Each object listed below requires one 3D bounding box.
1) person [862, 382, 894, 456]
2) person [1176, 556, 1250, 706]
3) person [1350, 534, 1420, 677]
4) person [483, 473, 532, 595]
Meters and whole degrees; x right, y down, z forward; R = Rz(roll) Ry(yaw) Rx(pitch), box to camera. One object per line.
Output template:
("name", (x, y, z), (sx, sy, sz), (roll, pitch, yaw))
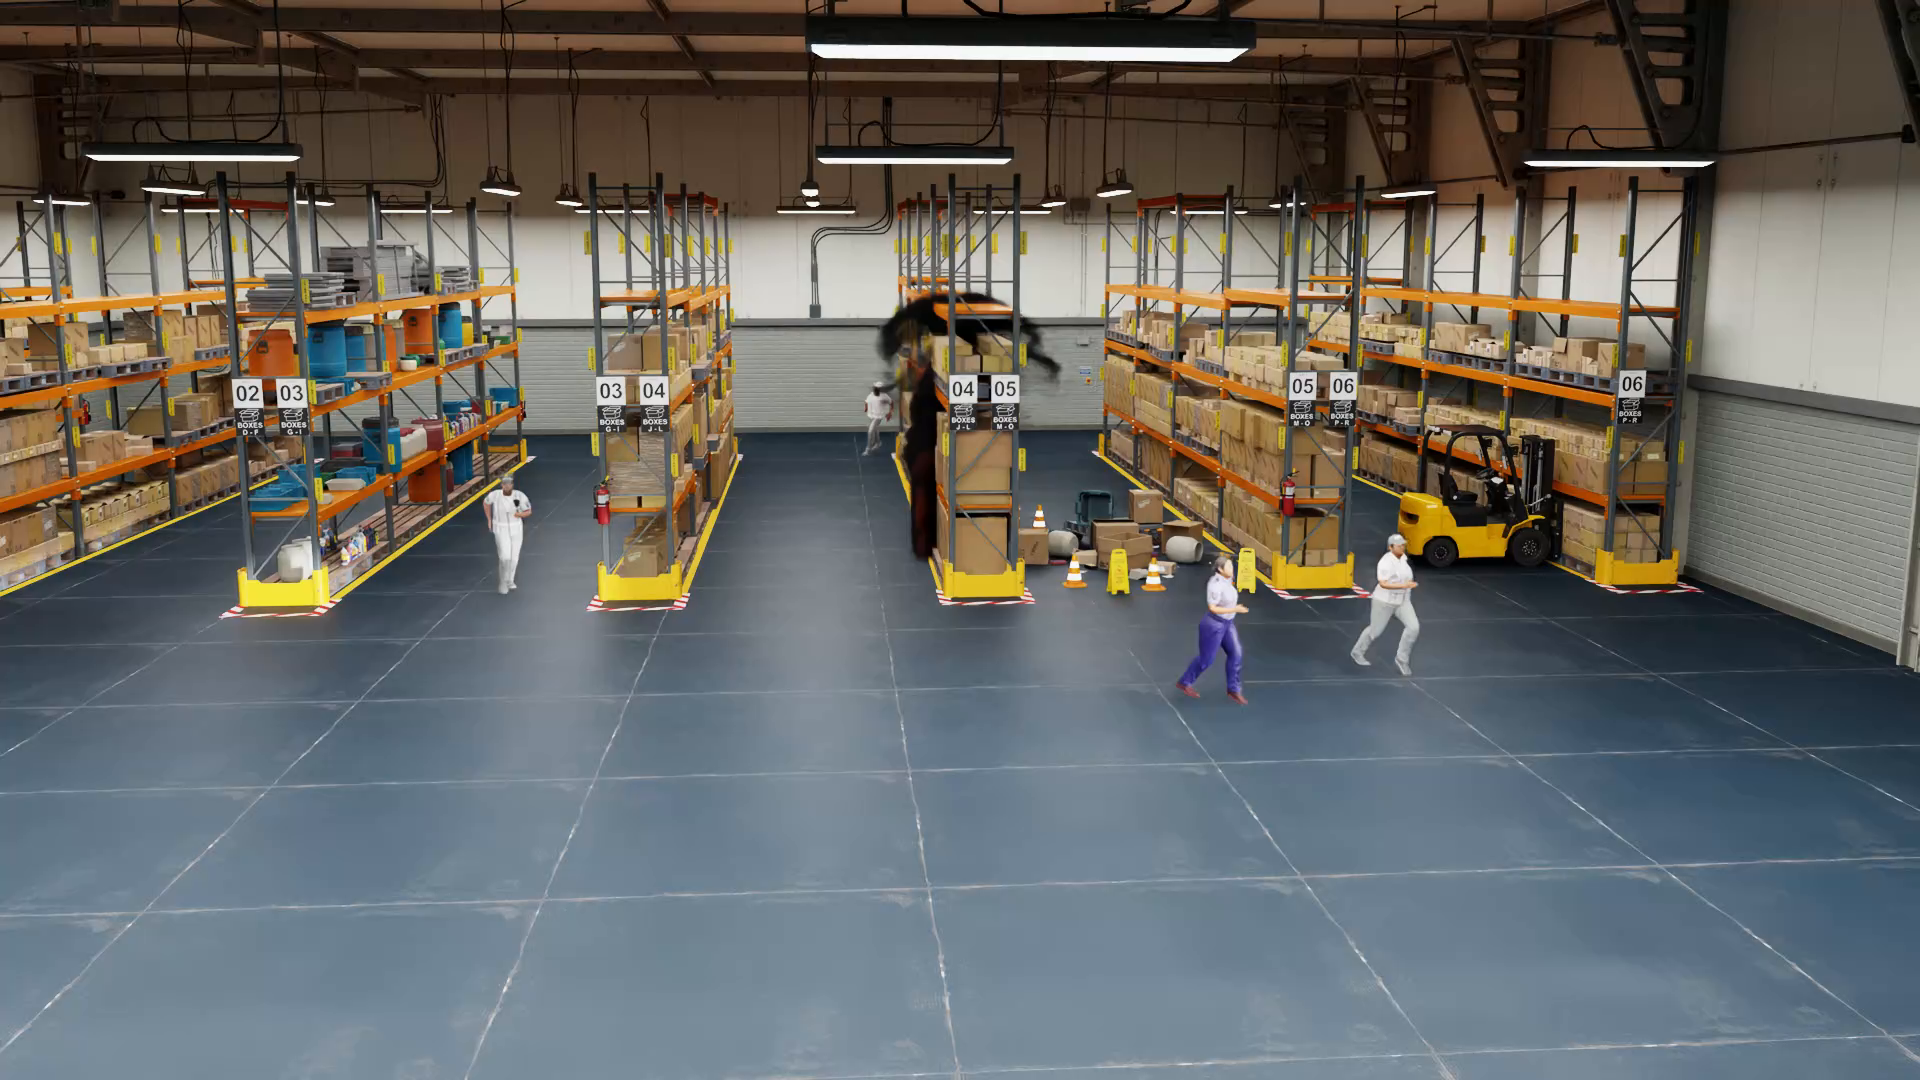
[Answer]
("person", (-2.028, -2.950, 40.334), (0.763, 1.795, 0.863), (8, 13, 40))
("person", (2.820, 1.001, 18.370), (0.836, 1.700, 0.564), (6, 12, 31))
("person", (5.093, 0.758, 19.690), (0.611, 1.708, 0.871), (-7, 12, -34))
("person", (-6.557, -0.091, 24.191), (0.654, 1.819, 0.781), (-4, 11, -20))
